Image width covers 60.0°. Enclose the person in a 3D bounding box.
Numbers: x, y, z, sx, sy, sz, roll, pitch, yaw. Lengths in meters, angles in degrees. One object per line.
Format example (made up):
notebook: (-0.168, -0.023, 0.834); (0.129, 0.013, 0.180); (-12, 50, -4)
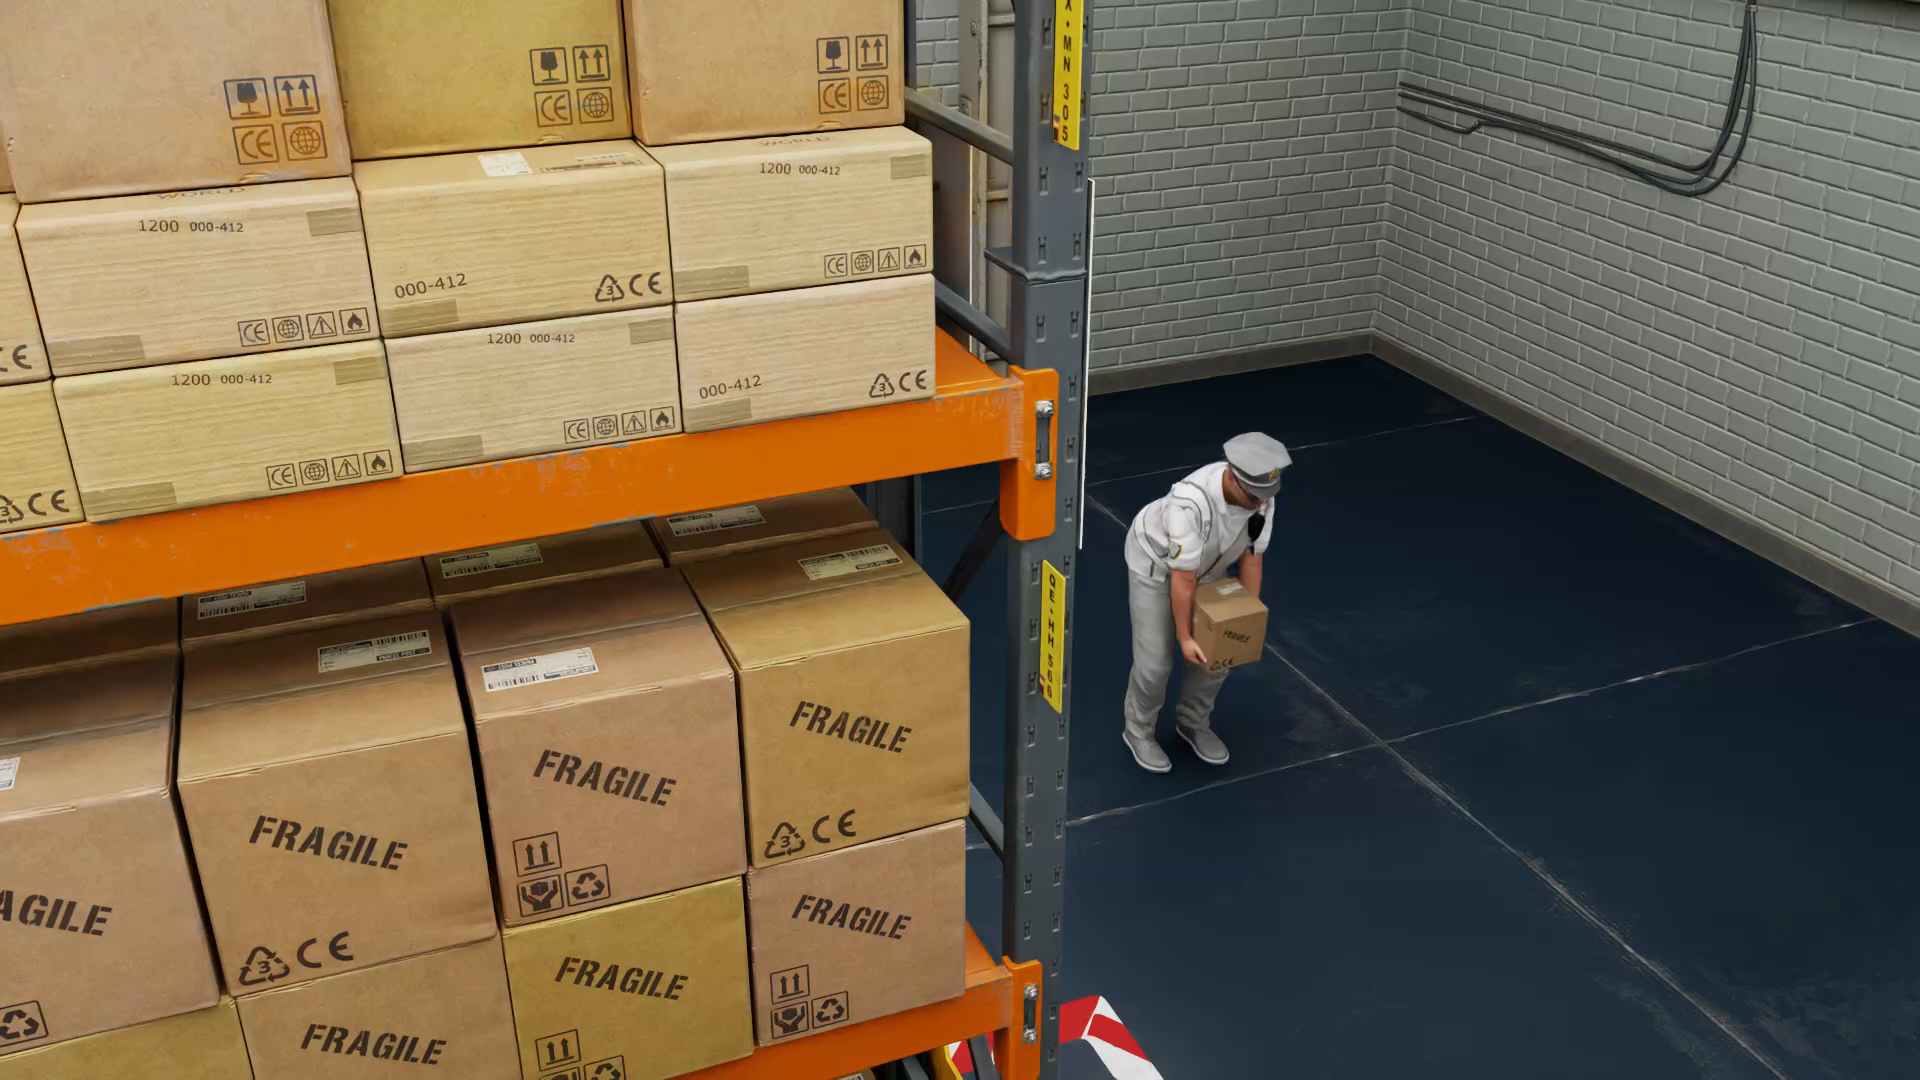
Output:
person: (0.994, 0.248, 6.785); (0.477, 1.591, 0.793); (-11, 28, -22)
